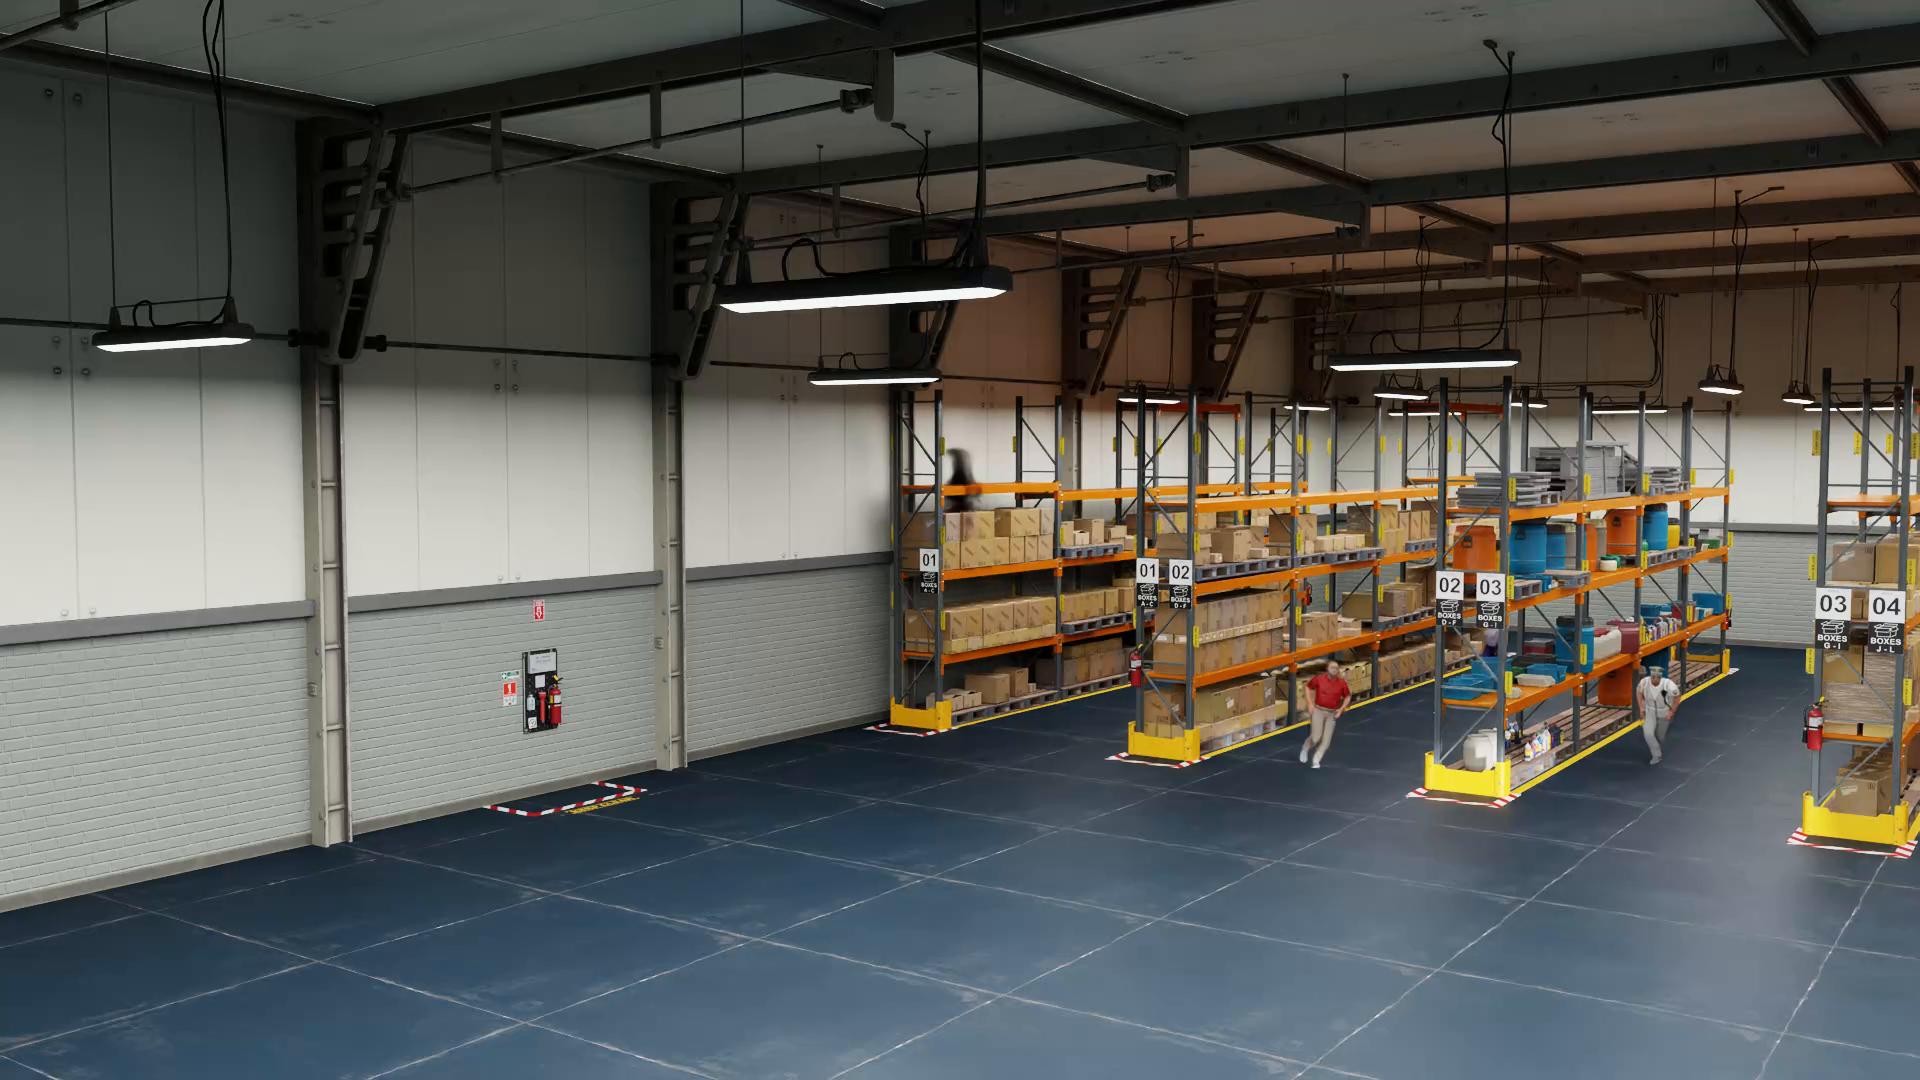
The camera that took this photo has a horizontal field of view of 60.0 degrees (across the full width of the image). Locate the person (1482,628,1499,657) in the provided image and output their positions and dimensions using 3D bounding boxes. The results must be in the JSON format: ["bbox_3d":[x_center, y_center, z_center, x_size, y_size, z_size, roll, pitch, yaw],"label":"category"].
[{"bbox_3d":[11.034,2.277,34.288,0.707,1.588,0.595,-3,5,-45],"label":"person"}]

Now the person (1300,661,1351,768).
[{"bbox_3d":[5.711,2.713,25.907,0.740,1.664,0.578,0,3,-2],"label":"person"}]

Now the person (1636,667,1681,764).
[{"bbox_3d":[11.078,2.746,26.365,0.662,1.574,1.044,2,4,28],"label":"person"}]
